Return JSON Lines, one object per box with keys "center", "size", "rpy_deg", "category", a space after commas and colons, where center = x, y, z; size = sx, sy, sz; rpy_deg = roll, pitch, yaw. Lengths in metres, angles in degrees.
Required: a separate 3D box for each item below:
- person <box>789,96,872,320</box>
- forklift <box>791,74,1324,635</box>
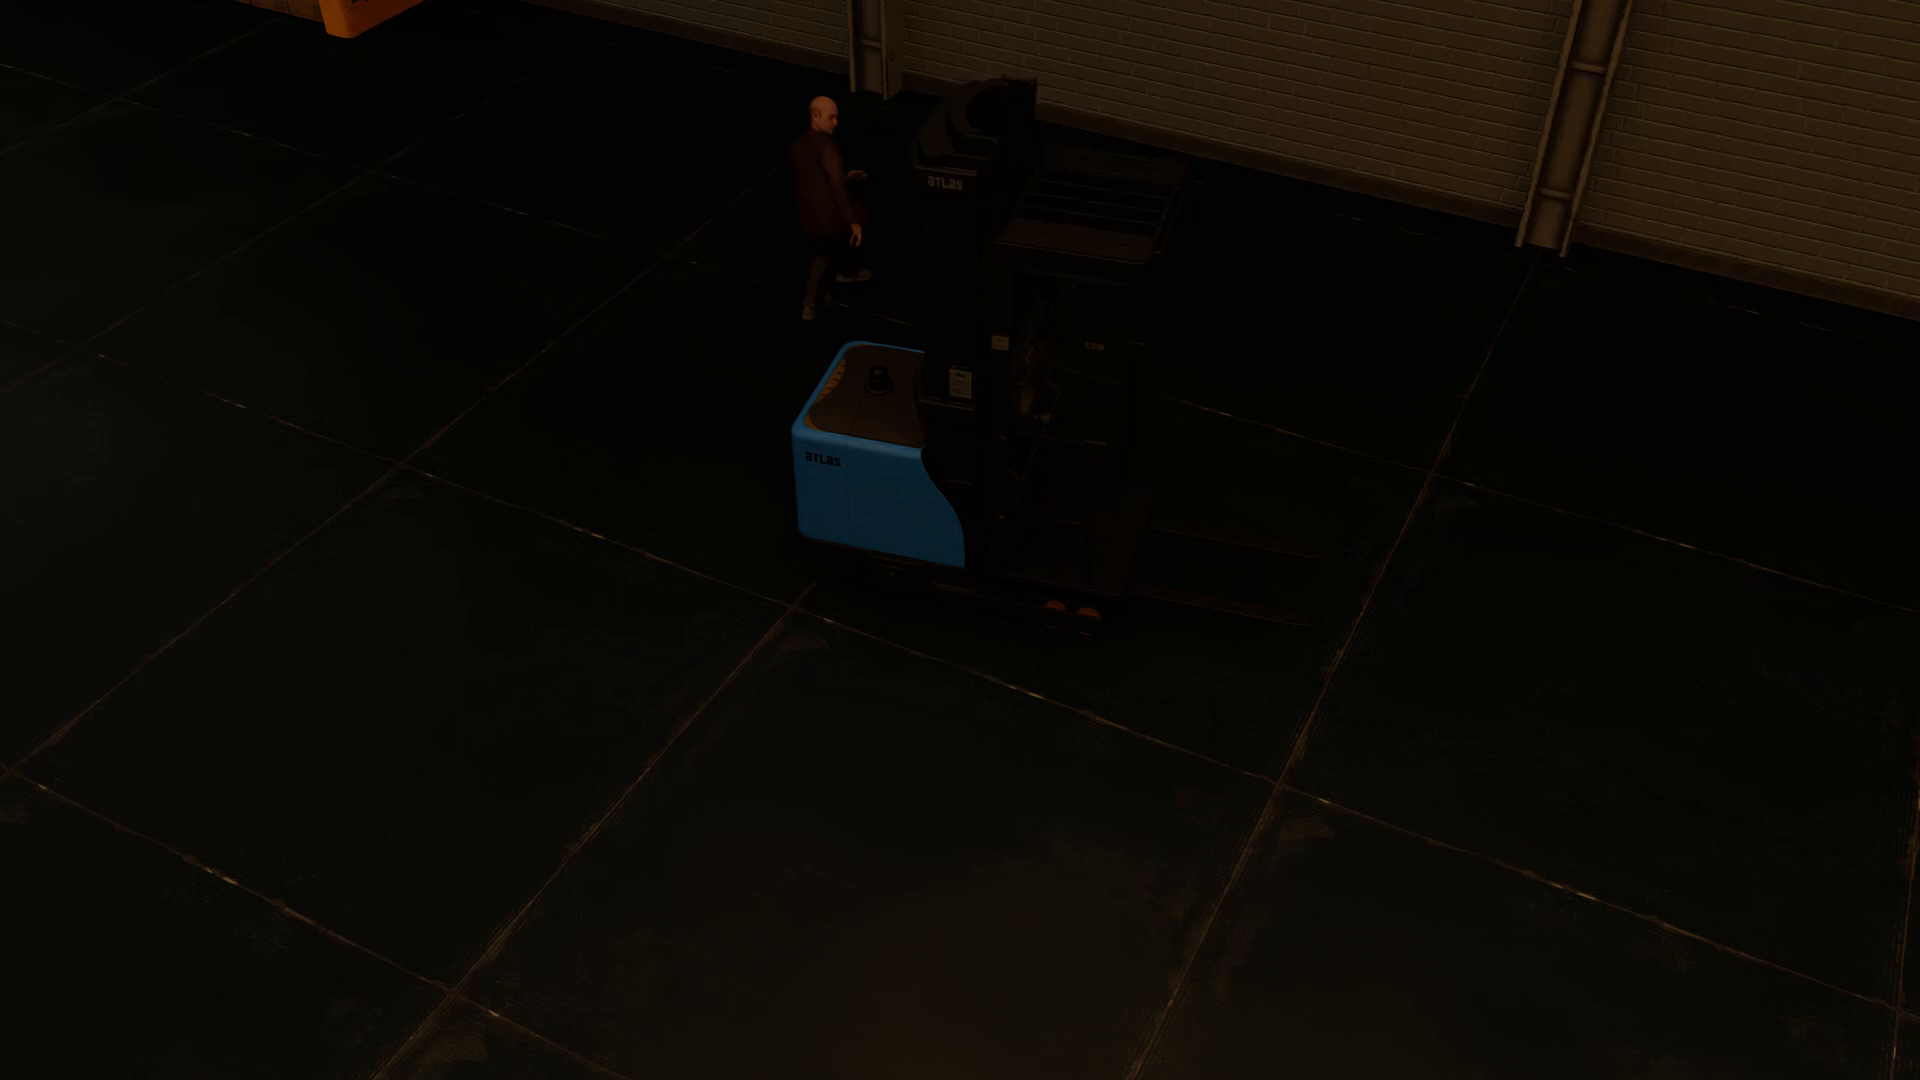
{"center": [-0.827, -2.371, 11.862], "size": [0.804, 1.599, 0.829], "rpy_deg": [23, 45, 25], "category": "person"}
{"center": [0.605, -0.954, 9.119], "size": [3.031, 2.935, 1.130], "rpy_deg": [11, 41, 13], "category": "forklift"}
